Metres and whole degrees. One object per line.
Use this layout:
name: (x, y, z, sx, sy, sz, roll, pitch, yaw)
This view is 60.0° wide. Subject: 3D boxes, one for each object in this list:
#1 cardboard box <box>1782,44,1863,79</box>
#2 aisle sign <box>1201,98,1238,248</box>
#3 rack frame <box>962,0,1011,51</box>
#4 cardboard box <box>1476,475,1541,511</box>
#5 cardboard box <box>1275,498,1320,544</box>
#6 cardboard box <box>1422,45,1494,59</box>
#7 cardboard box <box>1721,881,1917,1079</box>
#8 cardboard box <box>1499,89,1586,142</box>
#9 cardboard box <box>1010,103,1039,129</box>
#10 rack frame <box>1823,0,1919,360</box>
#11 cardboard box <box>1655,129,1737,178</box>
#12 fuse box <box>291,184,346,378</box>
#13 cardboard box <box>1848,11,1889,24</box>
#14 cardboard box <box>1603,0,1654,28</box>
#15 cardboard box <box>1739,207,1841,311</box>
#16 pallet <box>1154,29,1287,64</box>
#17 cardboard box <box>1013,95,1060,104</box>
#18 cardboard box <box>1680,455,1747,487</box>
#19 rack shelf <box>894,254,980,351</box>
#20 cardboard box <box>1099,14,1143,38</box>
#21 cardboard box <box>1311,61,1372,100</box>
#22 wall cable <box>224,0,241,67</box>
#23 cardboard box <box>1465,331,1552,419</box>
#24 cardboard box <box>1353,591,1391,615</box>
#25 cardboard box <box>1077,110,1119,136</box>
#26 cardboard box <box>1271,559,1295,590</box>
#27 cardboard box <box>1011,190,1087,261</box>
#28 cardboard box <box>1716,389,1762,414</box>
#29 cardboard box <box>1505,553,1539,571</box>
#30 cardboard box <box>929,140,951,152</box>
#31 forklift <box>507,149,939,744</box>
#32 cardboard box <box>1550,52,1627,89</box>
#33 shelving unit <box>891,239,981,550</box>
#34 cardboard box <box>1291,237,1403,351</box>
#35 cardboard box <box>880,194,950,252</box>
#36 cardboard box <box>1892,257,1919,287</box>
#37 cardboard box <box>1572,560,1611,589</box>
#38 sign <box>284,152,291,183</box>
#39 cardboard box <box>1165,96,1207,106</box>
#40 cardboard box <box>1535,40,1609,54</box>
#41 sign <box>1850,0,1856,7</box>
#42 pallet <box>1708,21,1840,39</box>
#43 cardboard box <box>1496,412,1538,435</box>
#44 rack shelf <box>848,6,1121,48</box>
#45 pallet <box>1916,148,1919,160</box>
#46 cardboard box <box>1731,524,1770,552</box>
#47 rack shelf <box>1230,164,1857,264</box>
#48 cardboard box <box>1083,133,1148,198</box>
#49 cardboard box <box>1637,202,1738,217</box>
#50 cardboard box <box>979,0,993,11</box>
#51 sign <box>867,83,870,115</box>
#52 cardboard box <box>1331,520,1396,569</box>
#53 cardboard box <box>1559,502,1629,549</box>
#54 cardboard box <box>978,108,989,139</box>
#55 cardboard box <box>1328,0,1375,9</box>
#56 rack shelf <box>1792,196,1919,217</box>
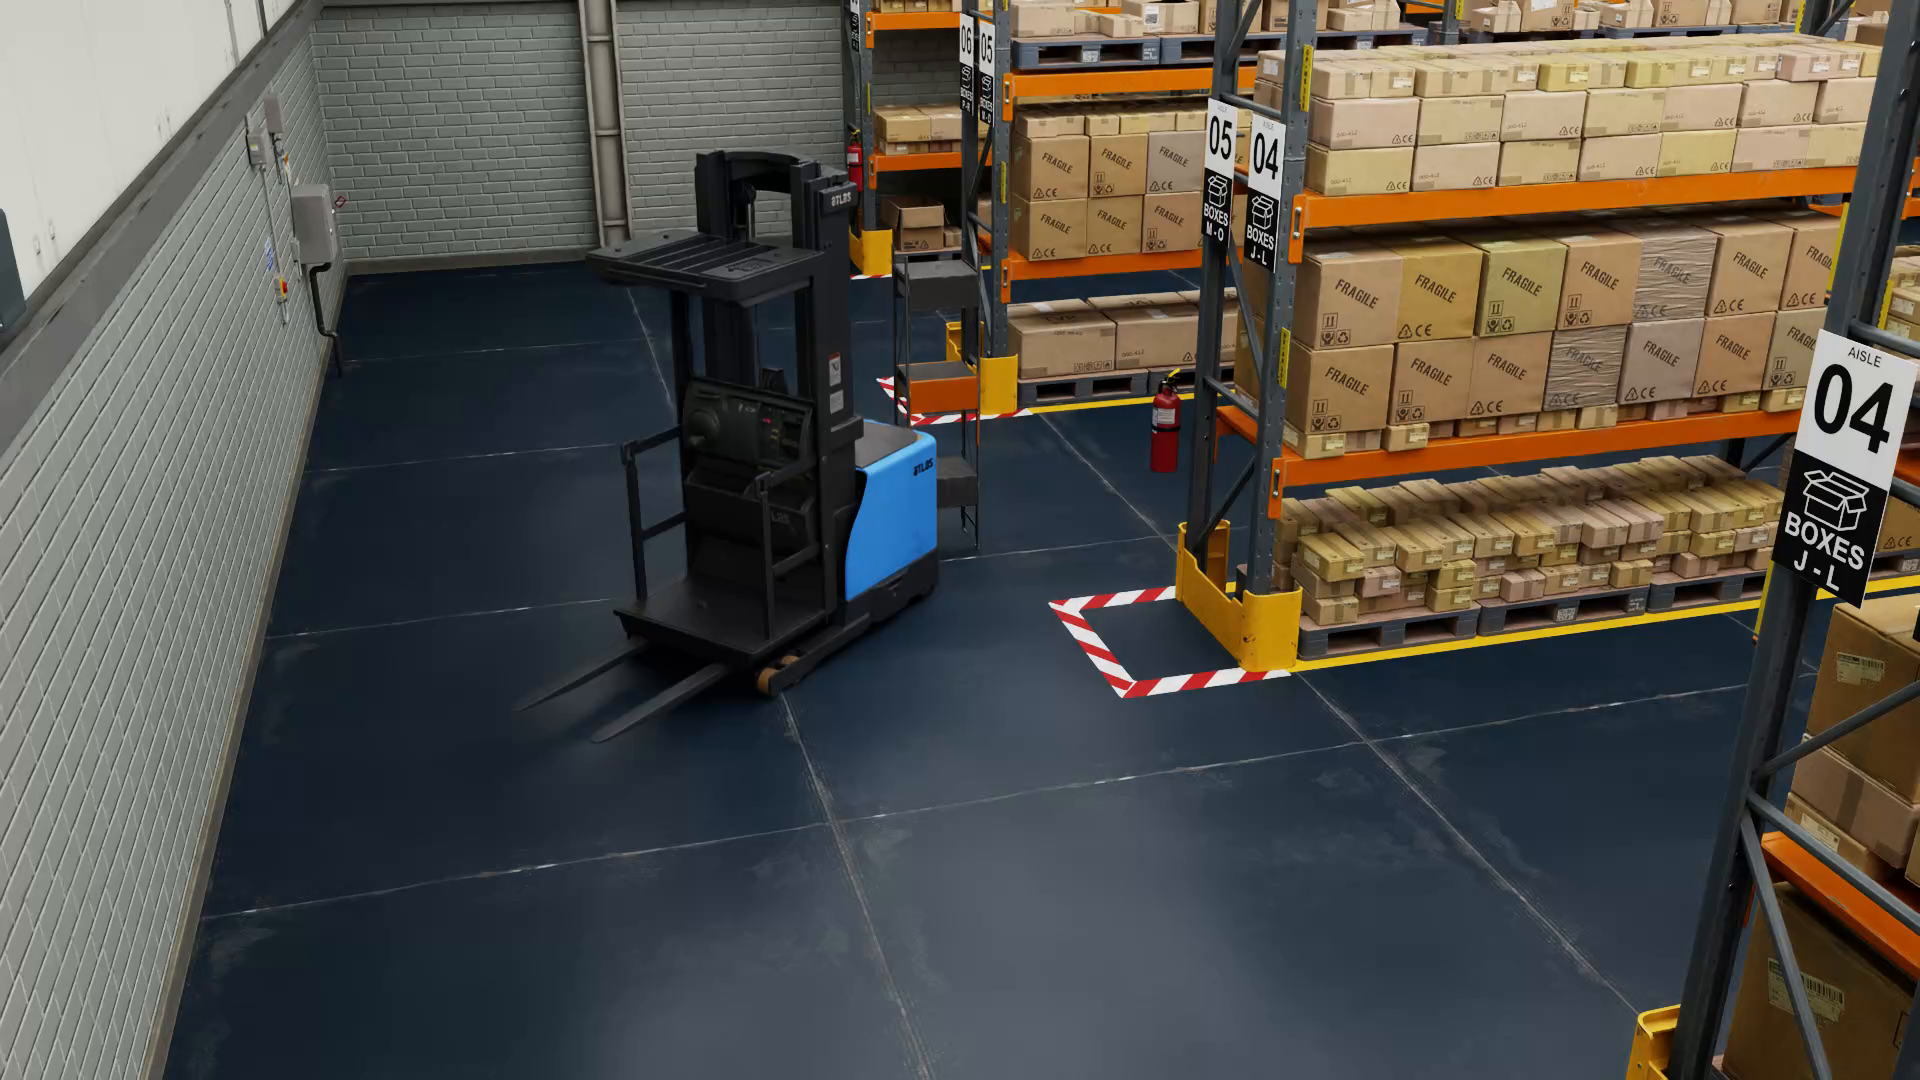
cardboard box: (5.013, -2.793, 9.703, 0.250, 0.149, 0.380, -6, 24, -13)
aisle sign: (1.490, -2.115, 9.578, 0.004, 0.787, 0.394, -6, 24, -14)
rack frame: (0.207, -5.440, 13.015, 0.127, 3.000, 1.000, -6, 24, -14)
cardboard box: (3.594, -0.282, 10.931, 0.250, 0.149, 0.380, -6, 24, -14)
cardboard box: (2.083, -0.123, 10.561, 0.250, 0.149, 0.380, -6, 24, -14)
cardboard box: (2.878, -2.774, 9.656, 0.250, 0.149, 0.380, -7, 24, -16)
cardboard box: (3.479, 1.765, 5.995, 0.875, 0.875, 0.875, -6, 24, -14)
cardboard box: (3.126, -2.407, 9.307, 0.500, 0.250, 0.500, -6, 24, -14)
cardboard box: (0.499, -3.600, 14.119, 0.250, 0.149, 0.380, -6, 24, -14)
rack frame: (2.884, -1.677, 4.246, 0.127, 3.000, 1.000, -6, 24, -14)
cardboard box: (4.121, -2.292, 9.673, 0.500, 0.250, 0.500, -7, 24, -15)
fuse box: (-5.643, -2.294, 14.926, 0.414, 1.711, 0.539, -6, 24, -14)
cardboard box: (8.505, -4.848, 15.610, 0.258, 0.266, 0.396, -6, 24, -14)
cardboard box: (5.912, -4.680, 14.687, 0.258, 0.266, 0.396, -4, 24, -10)
cardboard box: (5.113, -1.729, 10.205, 0.500, 0.500, 0.500, -7, 24, -16)
pallet: (2.095, -4.235, 14.123, 1.213, 0.211, 1.003, -6, 24, -14)
cardboard box: (0.817, -5.085, 18.659, 0.500, 0.500, 0.500, -6, 24, -13)
cardboard box: (5.105, -0.438, 11.296, 0.250, 0.149, 0.380, -5, 24, -12)
rack shelf: (-0.159, -1.578, 11.024, 0.480, 0.518, 0.431, -6, 24, -14)
cardboard box: (1.317, -4.213, 13.620, 0.250, 0.149, 0.380, -5, 24, -12)
cardboard box: (2.015, -2.485, 8.983, 0.250, 0.149, 0.380, -7, 24, -15)
wall cable: (-5.193, -4.727, 11.354, 0.029, 3.000, 0.463, -6, 24, -14)
cardboard box: (3.132, -1.054, 9.898, 0.500, 0.500, 0.500, -6, 24, -14)
cardboard box: (2.462, 0.310, 10.307, 0.250, 0.149, 0.380, -6, 24, -15)
cardboard box: (1.138, -3.458, 13.787, 0.250, 0.149, 0.380, -6, 24, -13)
cardboard box: (2.092, 0.168, 10.638, 0.250, 0.149, 0.380, -6, 24, -13)
cardboard box: (0.747, -2.671, 14.043, 0.500, 0.500, 0.500, -7, 24, -15)
cardboard box: (4.789, -0.931, 10.434, 0.250, 0.149, 0.380, -5, 24, -12)
cardboard box: (3.462, 0.046, 10.545, 0.250, 0.149, 0.380, -5, 24, -12)
cardboard box: (-0.271, -4.468, 18.677, 0.250, 0.149, 0.380, -7, 24, -15)
forklift: (-1.359, -0.650, 9.548, 1.130, 2.935, 3.031, 14, 27, 30)
cardboard box: (3.518, -2.639, 9.342, 0.250, 0.149, 0.380, -5, 24, -13)
shelving unit: (-0.159, -0.947, 11.295, 0.503, 2.100, 0.431, -6, 24, -14)
cardboard box: (2.146, -1.403, 9.444, 0.500, 0.500, 0.500, -6, 24, -15)
cardboard box: (-0.523, -3.642, 19.066, 0.637, 0.503, 0.797, -7, 24, -16)
cardboard box: (6.334, -1.764, 11.088, 0.250, 0.149, 0.380, -7, 24, -16)
cardboard box: (3.942, 0.161, 10.654, 0.250, 0.149, 0.380, -6, 24, -13)
sign: (-5.827, -3.223, 14.409, 0.001, 0.242, 0.339, -6, 24, -14)
cardboard box: (1.970, -3.778, 14.533, 0.250, 0.149, 0.380, -6, 24, -13)
cardboard box: (3.620, -2.869, 9.879, 0.250, 0.149, 0.380, -7, 24, -16)
sign: (8.052, -4.976, 14.982, 0.005, 0.325, 0.100, -6, 24, -14)
pallet: (7.304, -4.738, 15.423, 1.003, 0.211, 1.213, -5, 24, -12)
cardboard box: (3.275, -0.775, 10.070, 0.250, 0.149, 0.380, -7, 24, -15)
rack shelf: (0.788, -5.828, 18.636, 4.000, 0.370, 1.077, -6, 24, -14)
pallet: (6.116, -2.558, 10.341, 1.003, 0.211, 1.213, -6, 24, -14)
cardboard box: (5.018, -0.072, 10.819, 0.250, 0.149, 0.380, -7, 24, -17)
rack shelf: (3.567, -2.075, 9.890, 4.000, 0.370, 1.077, -6, 24, -14)
cardboard box: (1.242, -3.189, 13.983, 0.500, 0.500, 0.500, -7, 24, -16)
cardboard box: (4.498, -1.866, 10.522, 0.500, 0.500, 0.500, -7, 24, -16)
cardboard box: (0.247, -5.852, 18.099, 0.250, 0.149, 0.380, -6, 24, -15)
sign: (-0.991, -4.759, 17.938, 0.005, 0.325, 0.100, -6, 24, -14)
cardboard box: (2.471, 0.028, 10.209, 0.250, 0.149, 0.380, -6, 24, -13)
cardboard box: (3.985, -0.093, 10.491, 0.250, 0.149, 0.380, -7, 24, -16)
cardboard box: (0.345, -4.690, 18.688, 0.500, 0.250, 0.500, -7, 24, -15)
cardboard box: (3.435, -4.789, 14.517, 0.500, 0.500, 0.500, -6, 24, -13)
rack shelf: (9.835, -3.417, 16.822, 4.000, 0.370, 1.077, -6, 24, -14)
